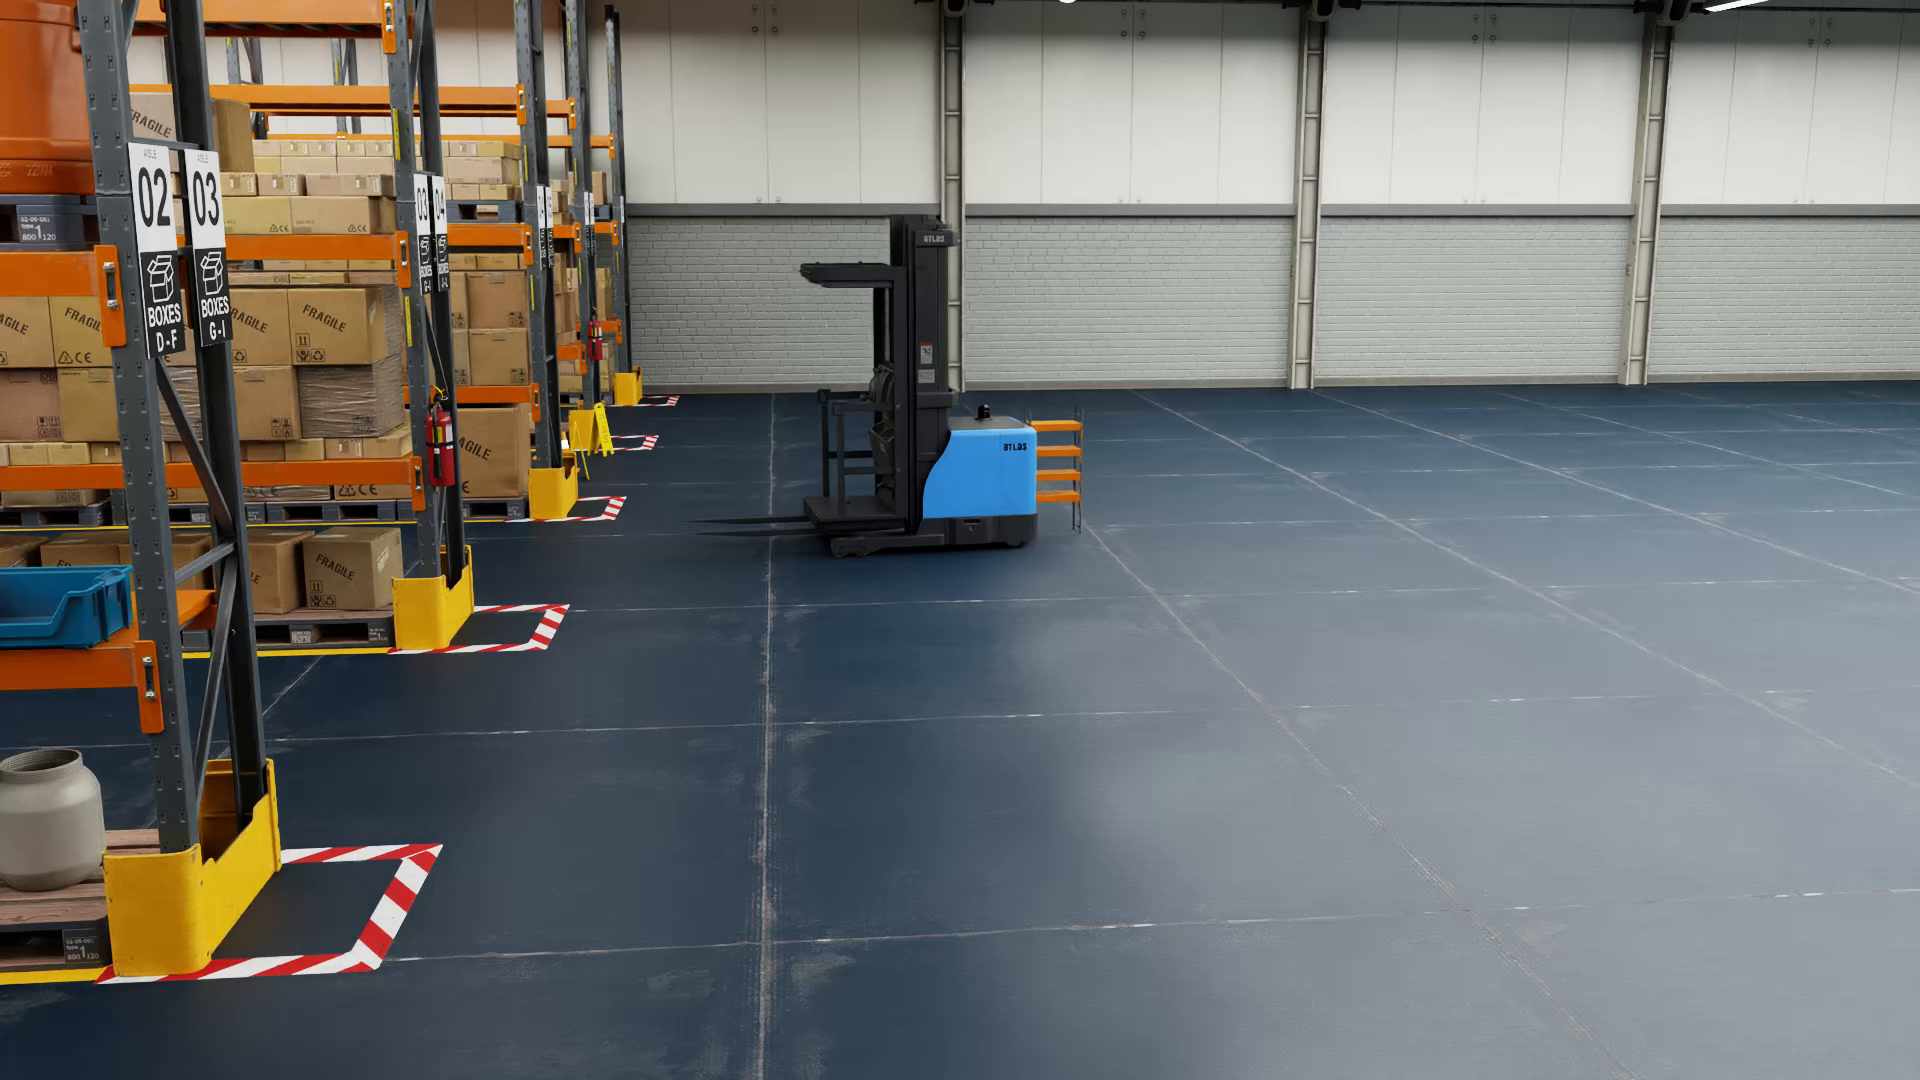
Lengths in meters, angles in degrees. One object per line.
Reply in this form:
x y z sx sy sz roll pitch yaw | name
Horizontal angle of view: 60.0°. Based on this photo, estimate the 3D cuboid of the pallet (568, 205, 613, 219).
-6.009 -5.102 25.879 1.213 0.211 1.003 -1 11 -6 | pallet

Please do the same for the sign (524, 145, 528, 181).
-4.084 -3.547 15.652 0.005 0.325 0.100 -1 11 -6 | sign

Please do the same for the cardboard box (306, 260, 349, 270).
-7.769 -3.308 20.677 0.500 0.500 0.700 -1 11 -6 | cardboard box

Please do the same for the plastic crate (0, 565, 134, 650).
-3.624 0.260 6.539 0.616 0.251 0.499 -1 11 -6 | plastic crate

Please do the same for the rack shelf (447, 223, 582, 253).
-6.752 -3.809 20.936 4.000 0.370 1.077 -1 11 -6 | rack shelf

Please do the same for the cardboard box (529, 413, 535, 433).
-5.562 -1.519 21.242 0.500 0.250 0.500 -1 11 -6 | cardboard box

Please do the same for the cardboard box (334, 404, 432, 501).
-5.670 -0.902 16.483 0.875 0.875 0.875 -1 11 -7 | cardboard box

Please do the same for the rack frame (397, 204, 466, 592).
-3.693 -0.831 11.701 0.127 3.000 1.000 -1 11 -6 | rack frame

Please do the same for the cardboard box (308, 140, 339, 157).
-5.943 -3.675 15.630 0.250 0.149 0.380 -1 11 -6 | cardboard box

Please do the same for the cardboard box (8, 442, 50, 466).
-6.184 -0.602 11.187 0.250 0.149 0.380 -1 11 -6 | cardboard box

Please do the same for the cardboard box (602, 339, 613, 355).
-5.801 -3.057 26.472 0.500 0.250 0.500 -1 11 -7 | cardboard box

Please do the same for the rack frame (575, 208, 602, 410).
-4.763 -2.731 21.368 0.127 3.000 1.000 -1 11 -6 | rack frame

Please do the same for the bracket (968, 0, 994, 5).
0.323 -8.617 26.423 0.430 0.232 0.235 -1 11 -6 | bracket

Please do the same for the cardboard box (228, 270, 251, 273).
-7.200 -2.339 16.185 0.550 0.550 0.875 -1 11 -6 | cardboard box

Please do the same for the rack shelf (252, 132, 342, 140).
-11.268 -5.953 25.103 4.000 0.370 1.077 -1 11 -6 | rack shelf

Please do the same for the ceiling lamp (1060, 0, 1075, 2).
1.852 -8.894 22.032 0.800 3.185 2.000 -1 11 -6 | ceiling lamp

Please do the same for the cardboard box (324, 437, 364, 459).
-4.203 -0.657 11.468 0.250 0.149 0.380 -1 11 -6 | cardboard box

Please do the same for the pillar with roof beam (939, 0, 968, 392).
0.337 -6.085 22.873 0.548 9.000 9.100 -1 11 -6 | pillar with roof beam

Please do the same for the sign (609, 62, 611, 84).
-5.259 -7.020 25.002 0.005 0.325 0.100 -1 11 -6 | sign

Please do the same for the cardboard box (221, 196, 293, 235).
-4.641 -2.160 11.072 0.500 0.250 0.500 -1 11 -6 | cardboard box

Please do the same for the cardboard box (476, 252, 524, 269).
-5.752 -3.355 20.920 0.500 0.500 0.700 -1 11 -6 | cardboard box

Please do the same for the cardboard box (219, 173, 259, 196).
-4.714 -2.340 10.955 0.250 0.149 0.380 -1 11 -6 | cardboard box

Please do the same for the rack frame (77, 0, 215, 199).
-3.158 -2.825 6.291 0.127 3.000 1.000 -1 11 -6 | rack frame

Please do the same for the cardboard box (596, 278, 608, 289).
-5.618 -3.990 25.827 0.250 0.149 0.380 -1 11 -5 | cardboard box

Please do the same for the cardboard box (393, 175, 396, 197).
-3.992 -2.463 11.584 0.250 0.149 0.380 -1 11 -6 | cardboard box

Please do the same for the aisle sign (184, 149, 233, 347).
-3.118 -1.214 6.912 0.004 0.787 0.394 -1 11 -6 | aisle sign

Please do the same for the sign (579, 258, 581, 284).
-4.723 -3.348 20.682 0.005 0.325 0.100 -1 11 -6 | sign

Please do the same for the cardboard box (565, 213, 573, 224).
-5.128 -4.135 21.385 0.250 0.149 0.380 -1 11 -6 | cardboard box

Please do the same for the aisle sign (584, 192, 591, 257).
-4.671 -3.953 20.841 0.004 0.787 0.394 -1 11 -6 | aisle sign

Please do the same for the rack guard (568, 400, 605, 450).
-4.839 -1.503 21.601 0.348 0.500 1.175 -1 11 -6 | rack guard

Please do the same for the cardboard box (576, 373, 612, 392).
-5.736 -2.470 26.076 0.500 0.250 0.500 -1 11 -6 | cardboard box

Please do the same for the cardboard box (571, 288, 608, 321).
-5.764 -3.672 25.892 0.500 0.500 0.500 -1 11 -7 | cardboard box

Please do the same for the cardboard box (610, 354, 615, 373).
-5.793 -2.816 26.539 0.500 0.250 0.500 -1 11 -5 | cardboard box

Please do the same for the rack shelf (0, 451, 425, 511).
-5.682 -0.436 11.559 4.000 0.370 1.077 -1 11 -6 | rack shelf

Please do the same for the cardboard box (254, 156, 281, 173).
-6.586 -3.478 15.660 0.500 0.250 0.500 -1 11 -7 | cardboard box

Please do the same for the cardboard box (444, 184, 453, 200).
-4.928 -3.305 15.815 0.250 0.149 0.380 -1 11 -5 | cardboard box

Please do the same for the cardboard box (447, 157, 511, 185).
-4.585 -3.520 15.872 0.500 0.250 0.500 -1 11 -5 | cardboard box

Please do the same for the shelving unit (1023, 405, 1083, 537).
0.853 -0.633 15.360 0.503 1.200 0.258 -2 11 -12 | shelving unit

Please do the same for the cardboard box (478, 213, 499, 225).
-5.859 -4.016 20.777 0.250 0.149 0.380 -1 11 -6 | cardboard box

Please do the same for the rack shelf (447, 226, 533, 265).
-6.117 -2.861 16.118 4.000 0.370 1.077 -1 11 -6 | rack shelf

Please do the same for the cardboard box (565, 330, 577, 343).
-5.124 -2.641 21.558 0.250 0.149 0.380 -1 11 -6 | cardboard box

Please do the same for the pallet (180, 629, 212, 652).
-5.790 0.574 11.784 1.213 0.211 1.003 -1 11 -6 | pallet

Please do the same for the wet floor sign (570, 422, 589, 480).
-4.313 -1.009 18.712 0.232 0.644 0.267 -3 12 -16 | wet floor sign

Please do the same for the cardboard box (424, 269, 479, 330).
-5.038 -2.358 16.282 0.550 0.550 0.875 -1 11 -6 | cardboard box

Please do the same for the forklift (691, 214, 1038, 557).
-0.877 -1.401 14.780 3.031 2.935 1.130 -2 11 -12 | forklift

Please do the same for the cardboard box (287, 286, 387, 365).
-4.213 -1.458 11.267 0.500 0.500 0.500 -1 11 -6 | cardboard box

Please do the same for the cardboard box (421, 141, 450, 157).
-4.930 -3.697 15.739 0.250 0.149 0.380 -1 11 -5 | cardboard box

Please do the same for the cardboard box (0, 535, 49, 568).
-6.699 0.259 11.549 0.500 0.500 0.500 2 11 12 | cardboard box

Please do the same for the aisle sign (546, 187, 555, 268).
-4.090 -3.119 16.600 0.004 0.787 0.394 -1 11 -6 | aisle sign

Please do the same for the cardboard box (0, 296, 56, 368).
-6.201 -1.415 11.049 0.500 0.500 0.500 -1 11 -6 | cardboard box

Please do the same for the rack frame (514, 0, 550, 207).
-4.128 -4.728 15.971 0.127 3.000 1.000 -1 11 -6 | rack frame

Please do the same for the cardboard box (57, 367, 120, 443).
-5.727 -0.976 11.409 0.500 0.500 0.875 -1 11 -6 | cardboard box

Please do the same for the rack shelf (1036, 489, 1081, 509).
0.853 -0.372 15.411 0.480 0.148 0.258 -2 11 -12 | rack shelf

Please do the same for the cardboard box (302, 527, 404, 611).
-4.316 0.199 11.852 0.500 0.500 0.500 1 11 4 | cardboard box

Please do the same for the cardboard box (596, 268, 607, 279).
-5.637 -4.149 25.865 0.250 0.149 0.380 -1 11 -6 | cardboard box

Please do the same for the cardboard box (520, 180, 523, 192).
-5.328 -4.410 20.712 0.250 0.149 0.380 -1 11 -5 | cardboard box

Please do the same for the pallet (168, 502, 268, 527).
-7.341 -0.334 16.400 1.213 0.211 1.003 -1 11 -6 | pallet

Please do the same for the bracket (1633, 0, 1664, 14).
11.428 -8.850 27.606 0.430 0.232 0.235 -1 11 -6 | bracket

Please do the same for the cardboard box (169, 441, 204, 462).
-5.195 -0.633 11.345 0.250 0.149 0.380 -1 11 -6 | cardboard box
